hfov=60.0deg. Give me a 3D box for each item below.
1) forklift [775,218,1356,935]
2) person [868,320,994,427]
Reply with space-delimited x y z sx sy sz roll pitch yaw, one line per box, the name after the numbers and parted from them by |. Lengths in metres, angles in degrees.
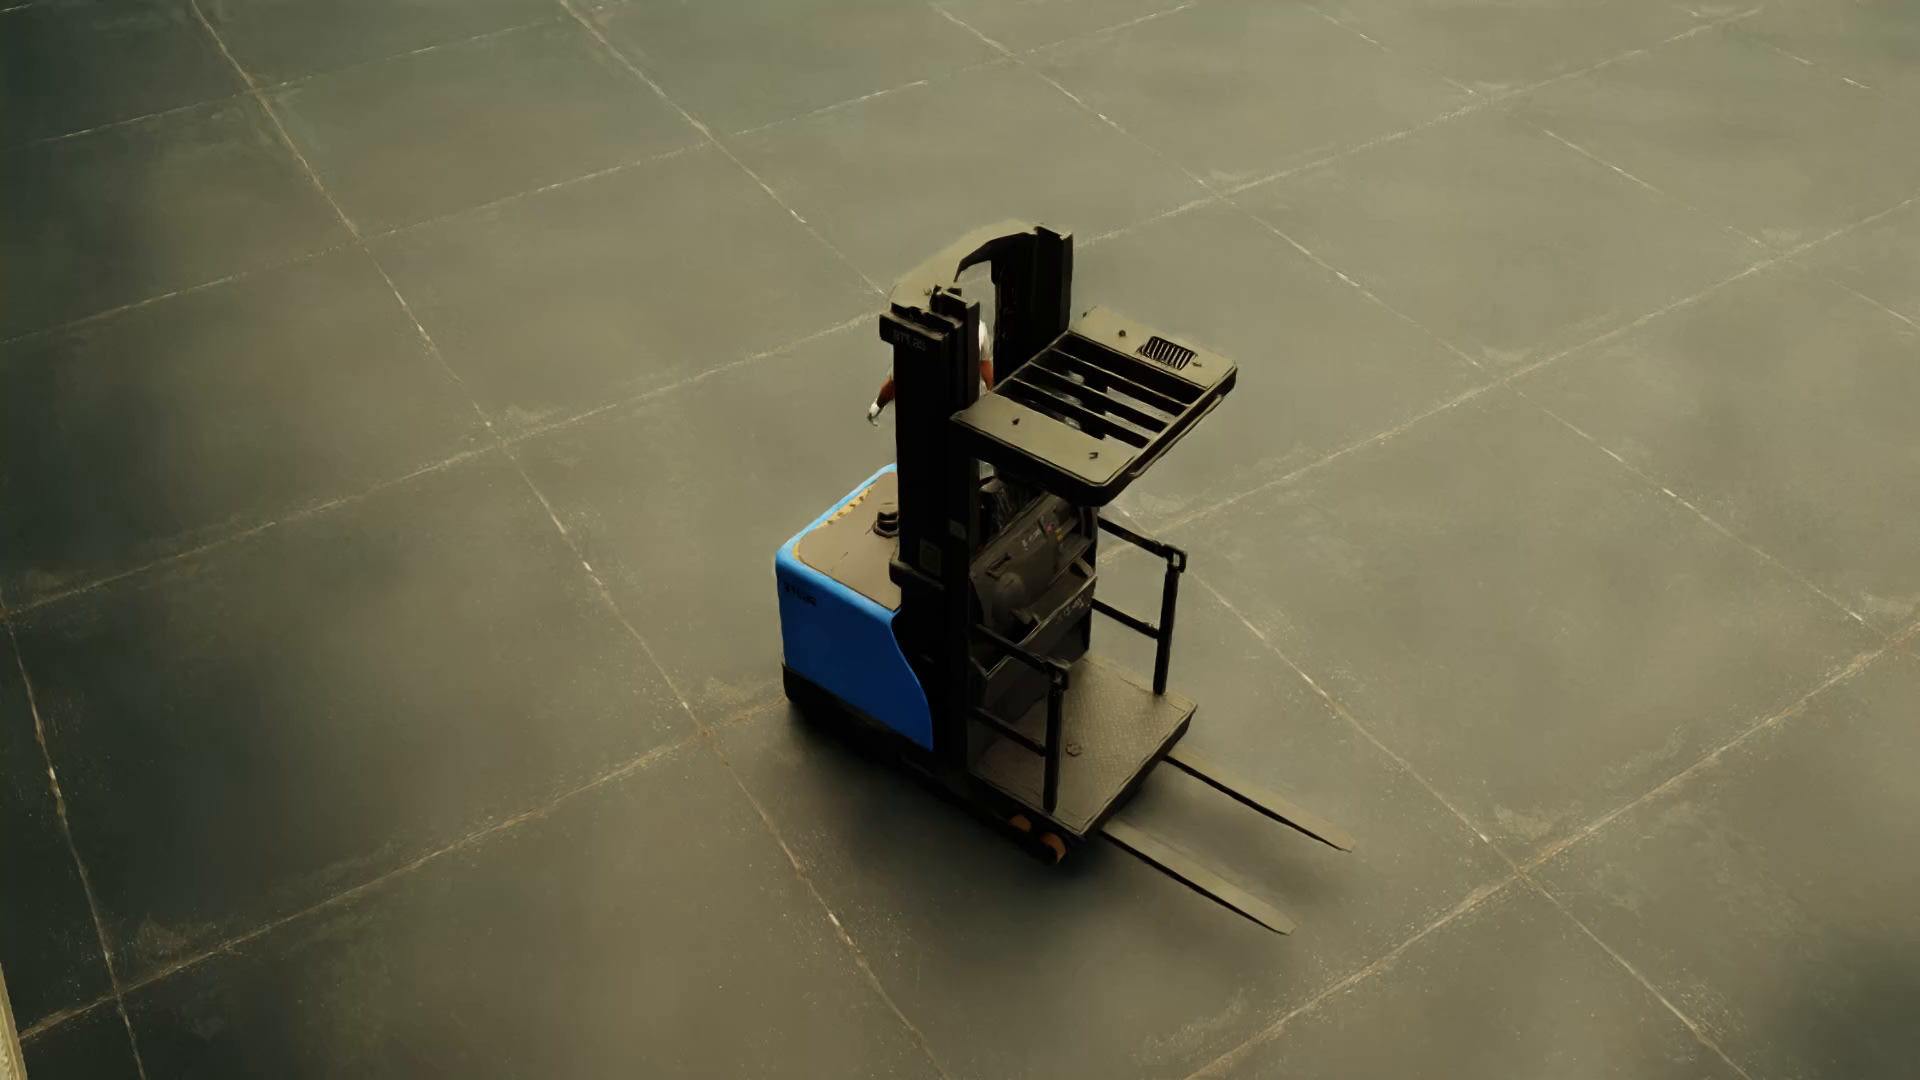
0.523 0.107 7.748 3.031 2.935 1.130 27 48 27 | forklift
-0.179 -0.827 9.675 0.732 1.753 0.781 -27 48 -28 | person
